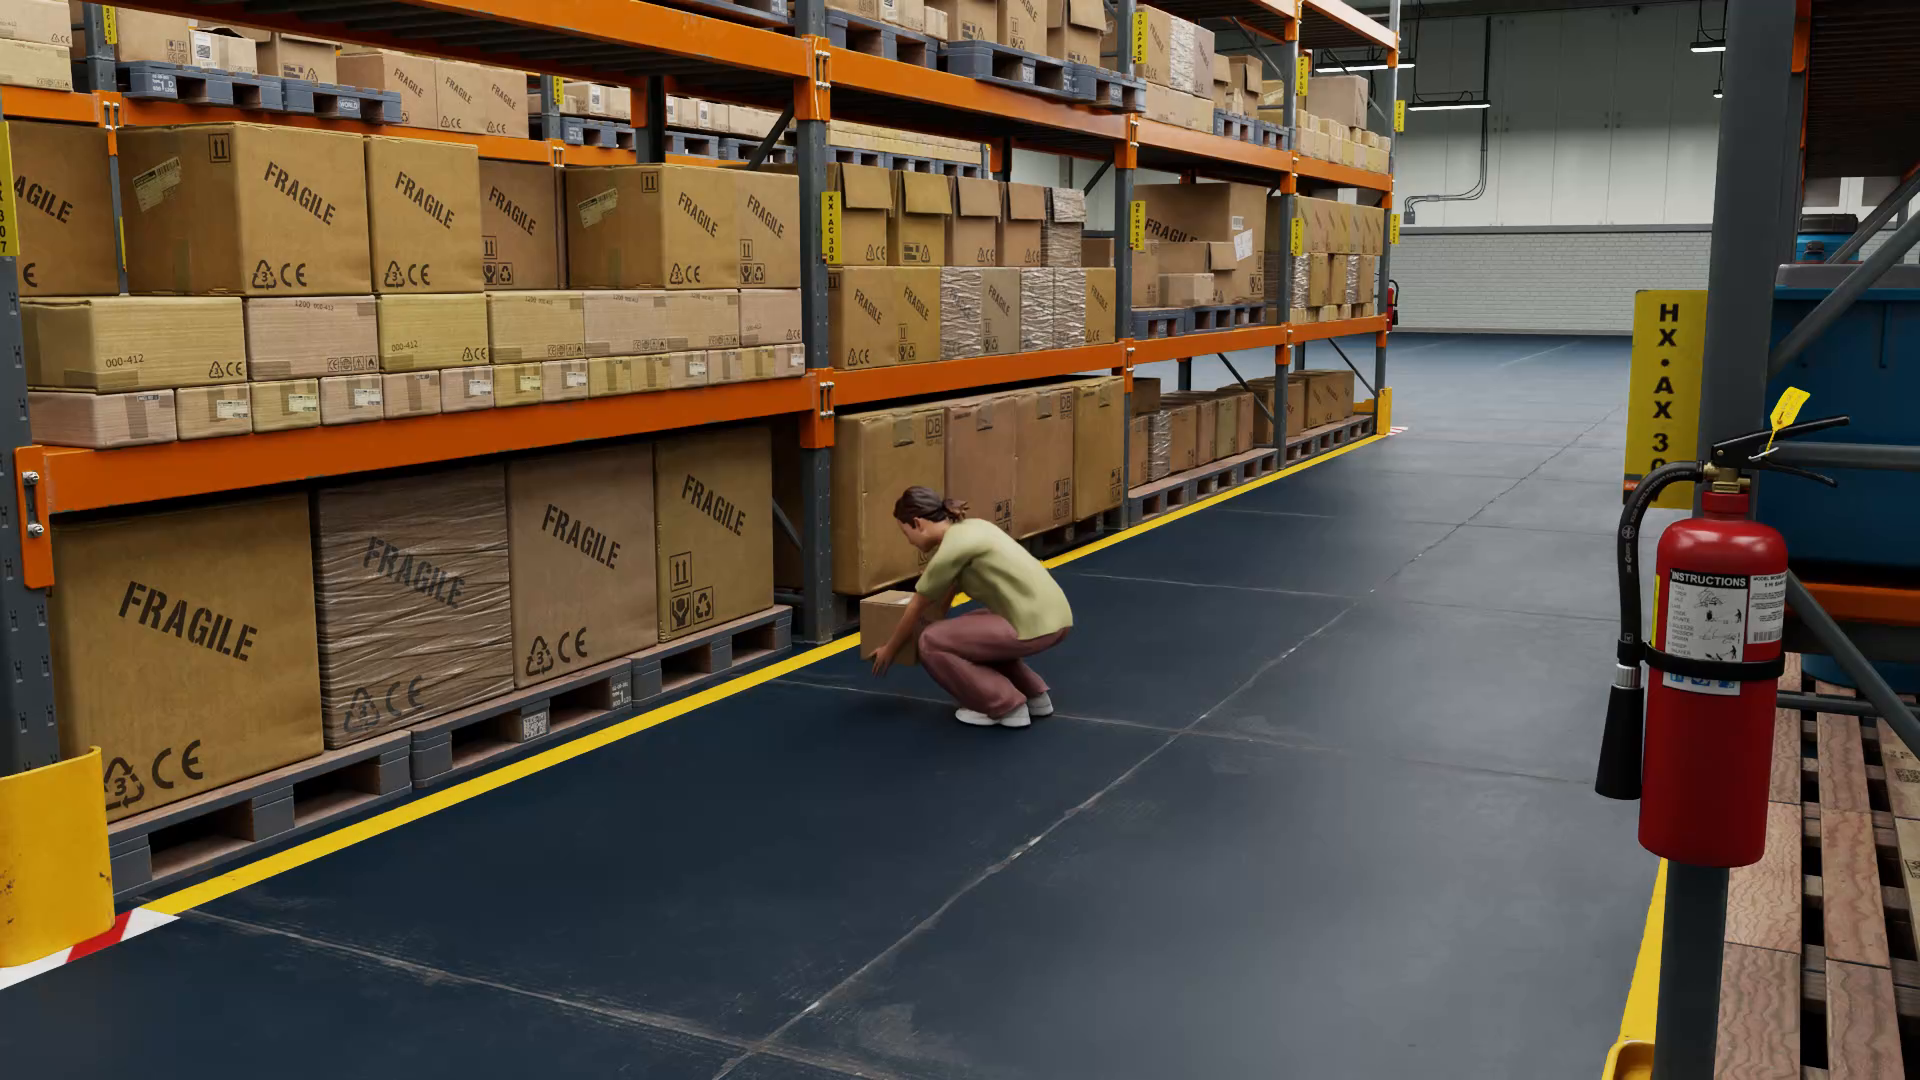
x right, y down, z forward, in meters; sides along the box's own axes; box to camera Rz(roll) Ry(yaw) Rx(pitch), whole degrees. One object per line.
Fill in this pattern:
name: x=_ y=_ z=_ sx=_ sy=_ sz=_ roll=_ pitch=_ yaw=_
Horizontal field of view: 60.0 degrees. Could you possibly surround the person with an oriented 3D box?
person: x=0.043 y=0.249 z=6.682 sx=0.816 sy=0.937 sz=0.474 roll=4 pitch=10 yaw=25
